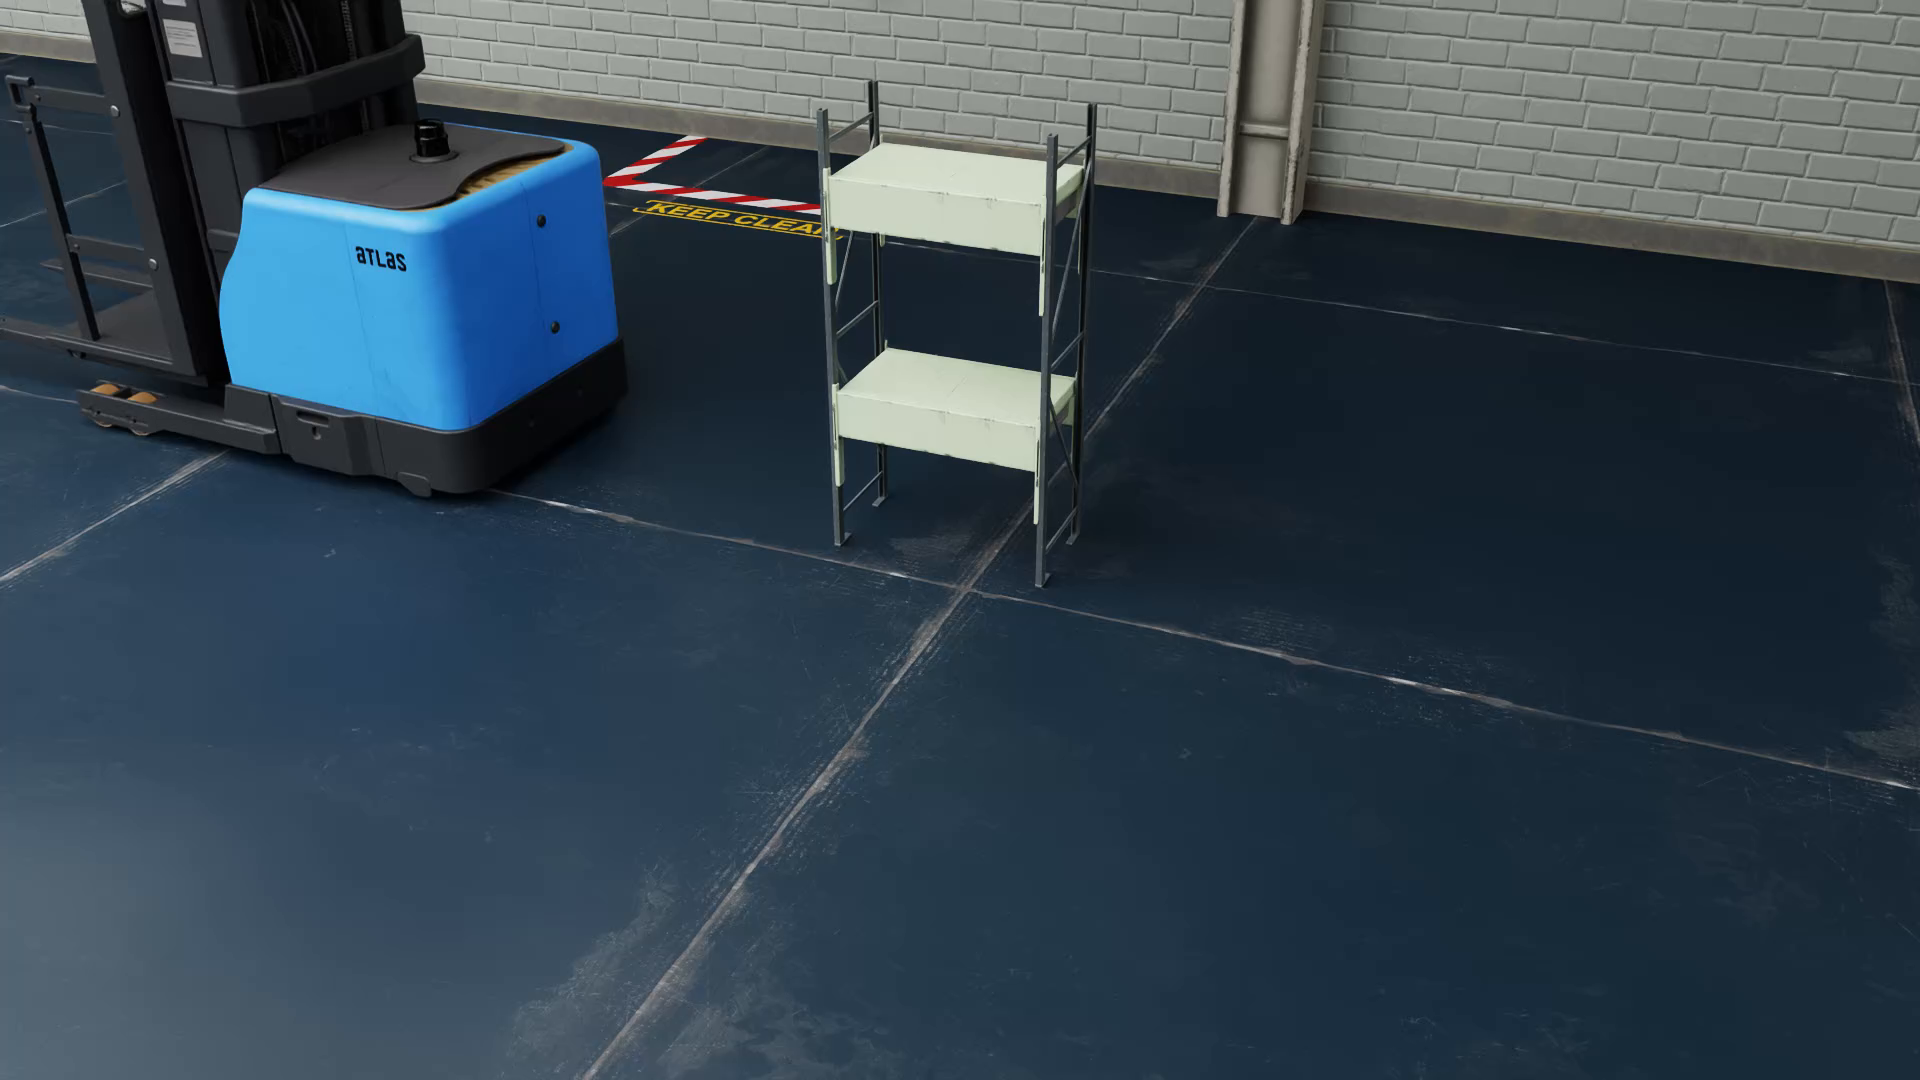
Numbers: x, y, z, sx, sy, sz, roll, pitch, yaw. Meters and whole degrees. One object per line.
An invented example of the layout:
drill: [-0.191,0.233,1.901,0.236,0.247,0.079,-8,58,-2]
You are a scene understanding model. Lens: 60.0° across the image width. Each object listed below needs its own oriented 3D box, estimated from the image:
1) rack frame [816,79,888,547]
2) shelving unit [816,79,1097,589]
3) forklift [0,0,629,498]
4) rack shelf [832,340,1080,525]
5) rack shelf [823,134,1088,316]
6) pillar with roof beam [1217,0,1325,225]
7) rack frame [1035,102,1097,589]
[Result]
rack frame: [-0.345,-0.722,5.503,0.023,1.500,0.400,11,31,19]
shelving unit: [-0.006,-0.654,5.383,0.755,1.500,0.431,11,31,19]
forklift: [-2.888,-1.902,6.135,3.031,2.935,1.130,13,32,21]
rack shelf: [-0.006,-0.370,5.544,0.720,0.370,0.431,11,31,19]
rack shelf: [-0.006,-0.994,5.191,0.720,0.370,0.431,11,31,19]
pillar with roof beam: [-0.022,-3.700,3.151,0.400,9.000,9.100,11,31,19]
rack frame: [0.333,-0.586,5.263,0.023,1.500,0.400,11,31,19]
